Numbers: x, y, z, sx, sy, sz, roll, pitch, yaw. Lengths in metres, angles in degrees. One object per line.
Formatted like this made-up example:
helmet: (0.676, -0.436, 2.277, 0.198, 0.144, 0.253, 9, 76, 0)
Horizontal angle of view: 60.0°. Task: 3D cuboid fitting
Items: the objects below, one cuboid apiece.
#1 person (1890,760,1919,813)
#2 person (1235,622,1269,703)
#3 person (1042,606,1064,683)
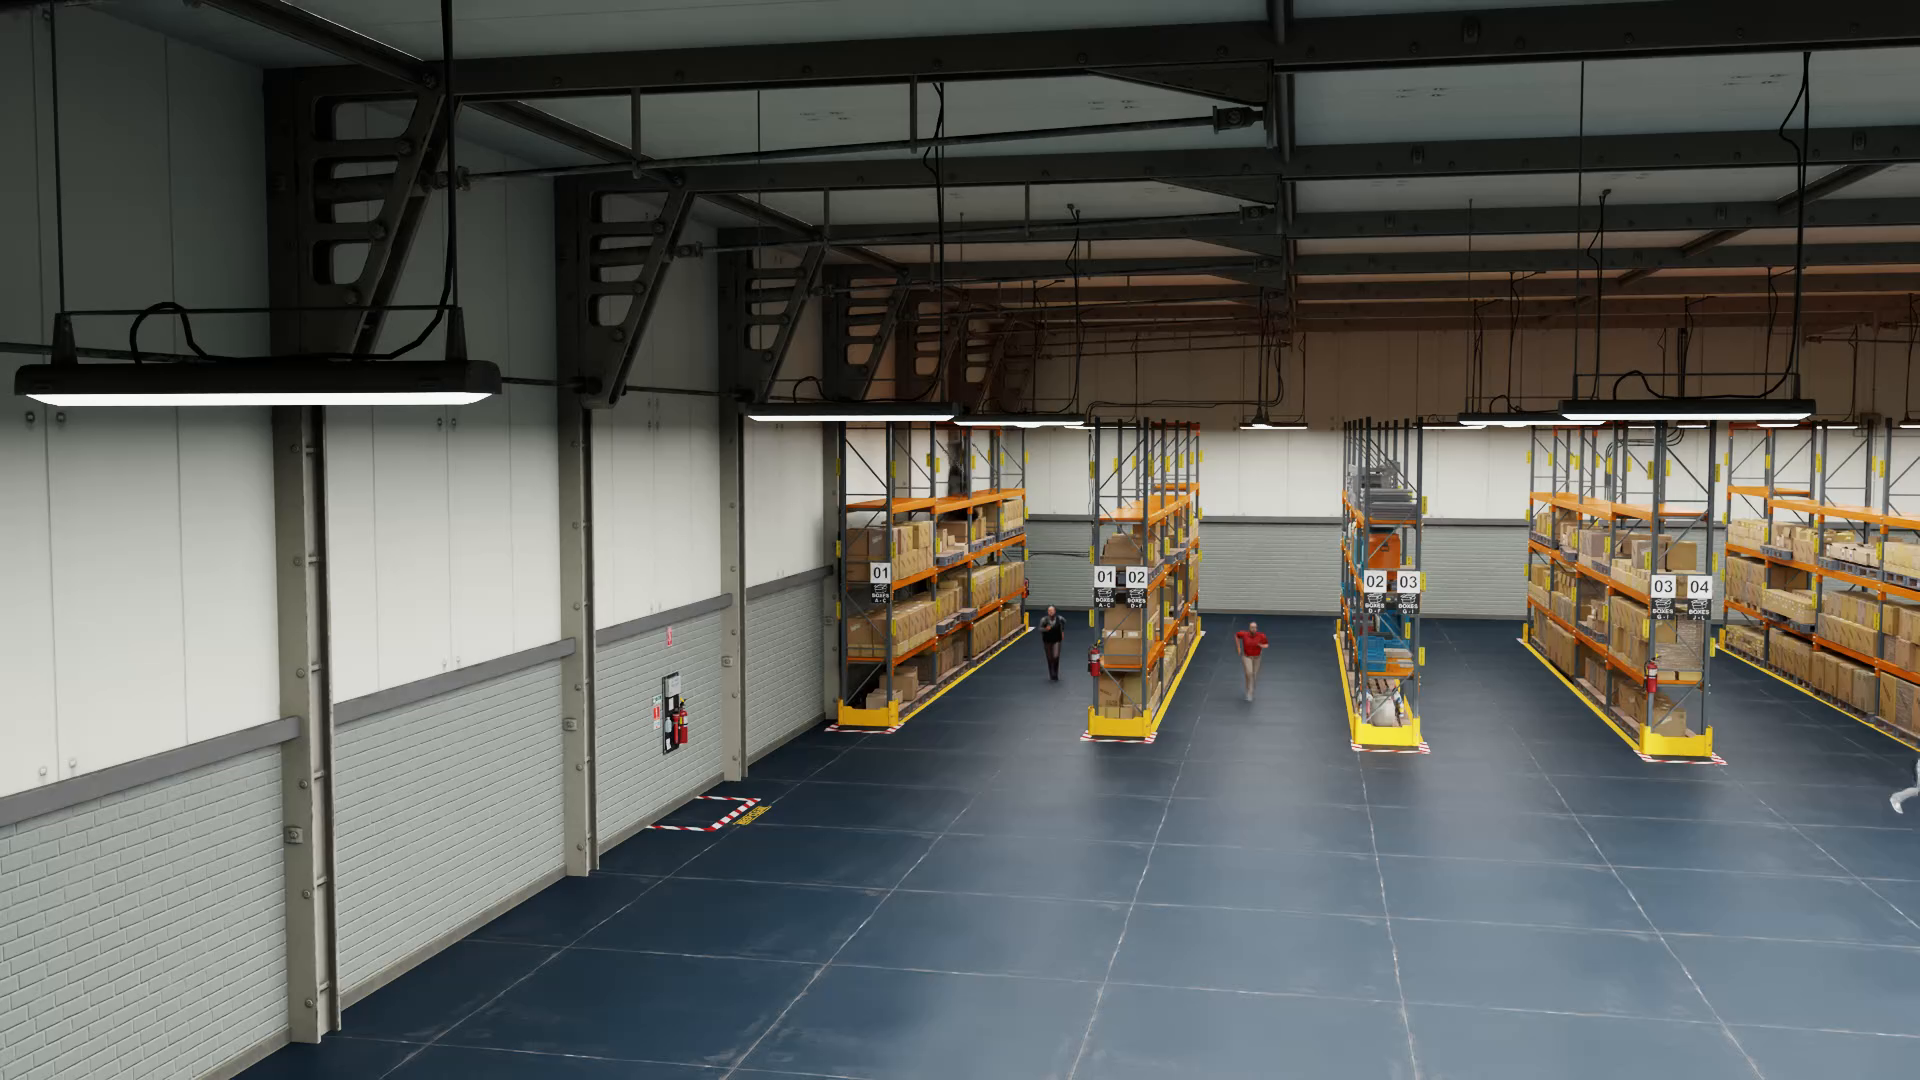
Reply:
person: (14.108, 3.419, 24.336, 0.572, 1.508, 0.917, -3, 5, -38)
person: (6.223, 2.590, 35.495, 0.650, 1.738, 0.949, 0, 4, -3)
person: (2.146, 2.402, 38.242, 0.501, 1.772, 0.828, 0, 4, 7)
